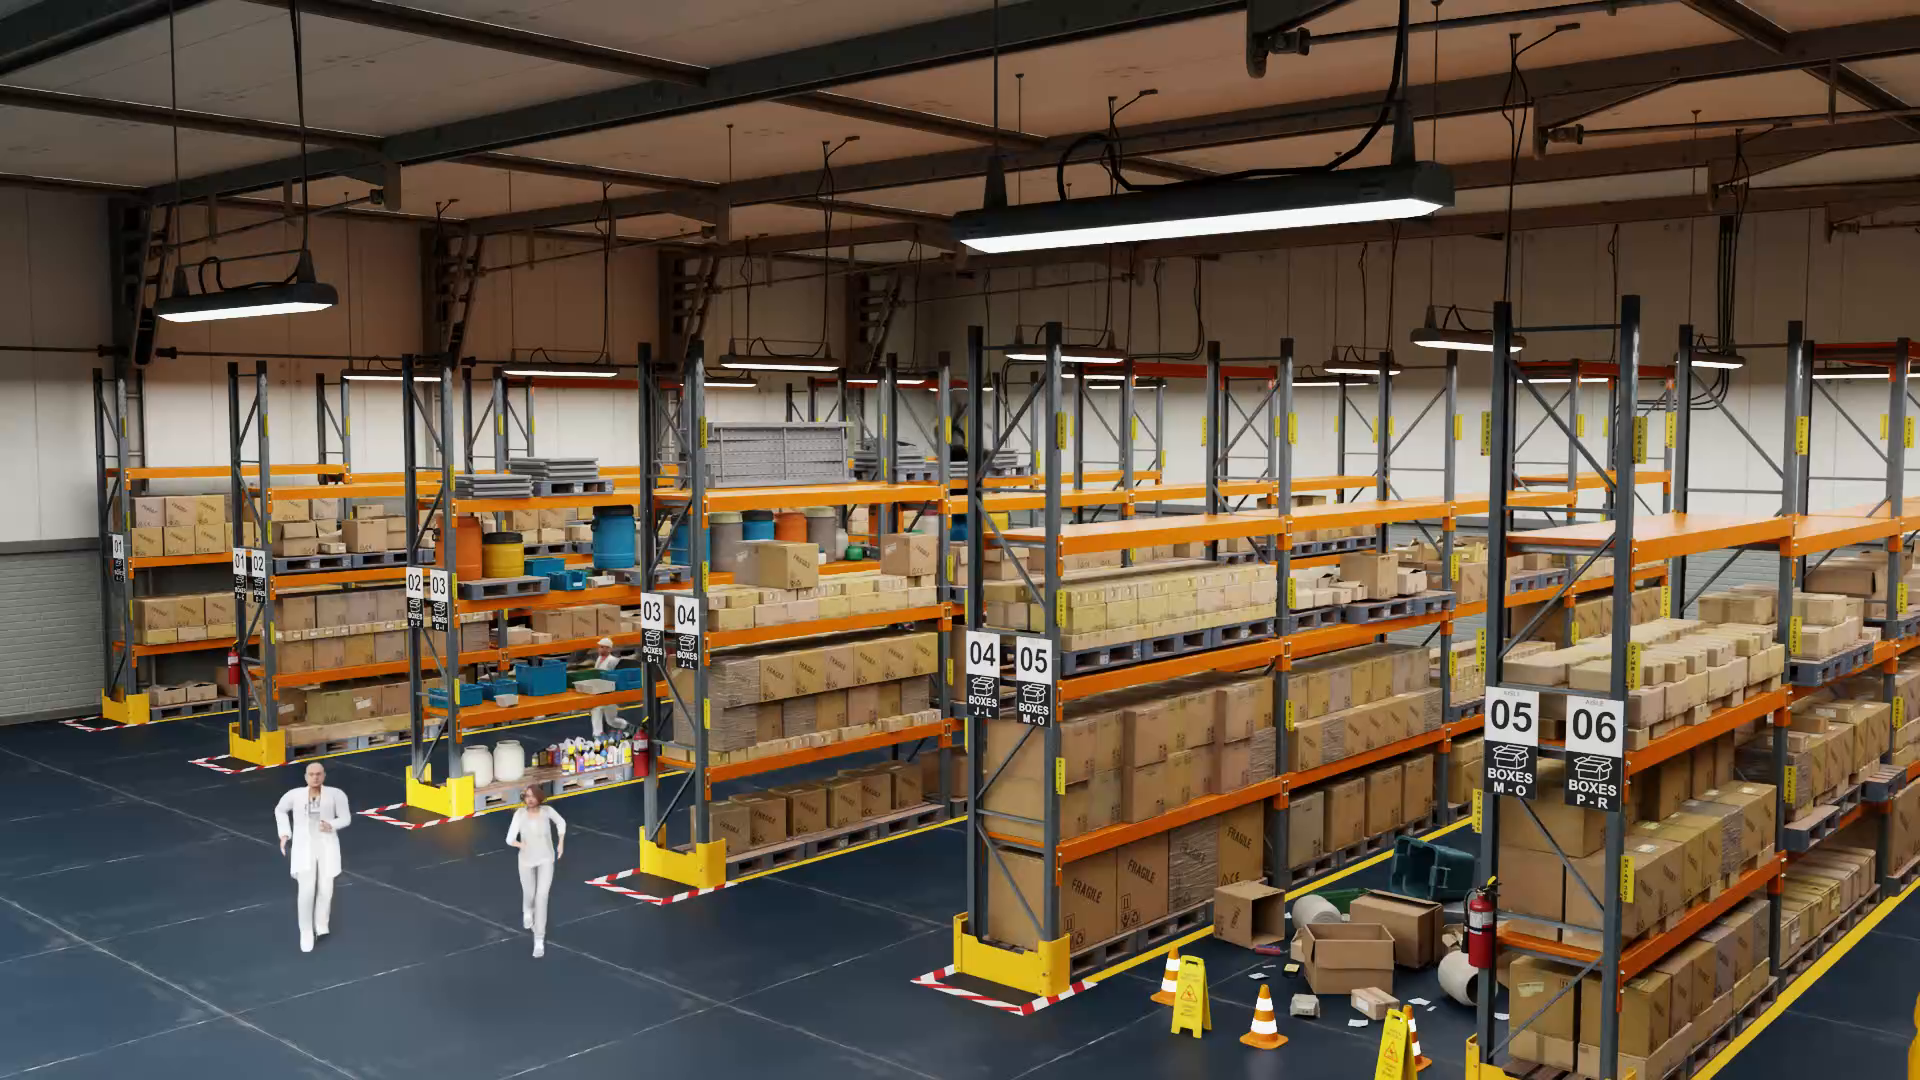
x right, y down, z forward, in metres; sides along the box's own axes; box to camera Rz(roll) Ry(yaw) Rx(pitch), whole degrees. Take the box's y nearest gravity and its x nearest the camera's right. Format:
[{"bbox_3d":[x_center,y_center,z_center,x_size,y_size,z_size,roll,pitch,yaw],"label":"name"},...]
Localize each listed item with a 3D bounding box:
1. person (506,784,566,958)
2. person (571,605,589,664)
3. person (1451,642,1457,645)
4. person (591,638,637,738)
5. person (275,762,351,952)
[{"bbox_3d":[-4.142,3.168,16.283,0.550,1.613,0.887,-1,4,-8],"label":"person"},{"bbox_3d":[-7.218,2.041,31.534,0.608,1.615,0.570,4,6,43],"label":"person"},{"bbox_3d":[7.751,2.421,26.017,0.587,1.675,0.956,3,5,39],"label":"person"},{"bbox_3d":[-5.407,2.384,25.608,0.660,1.769,0.907,4,6,42],"label":"person"},{"bbox_3d":[-6.311,3.093,16.281,0.671,1.810,0.798,-2,5,-26],"label":"person"}]
